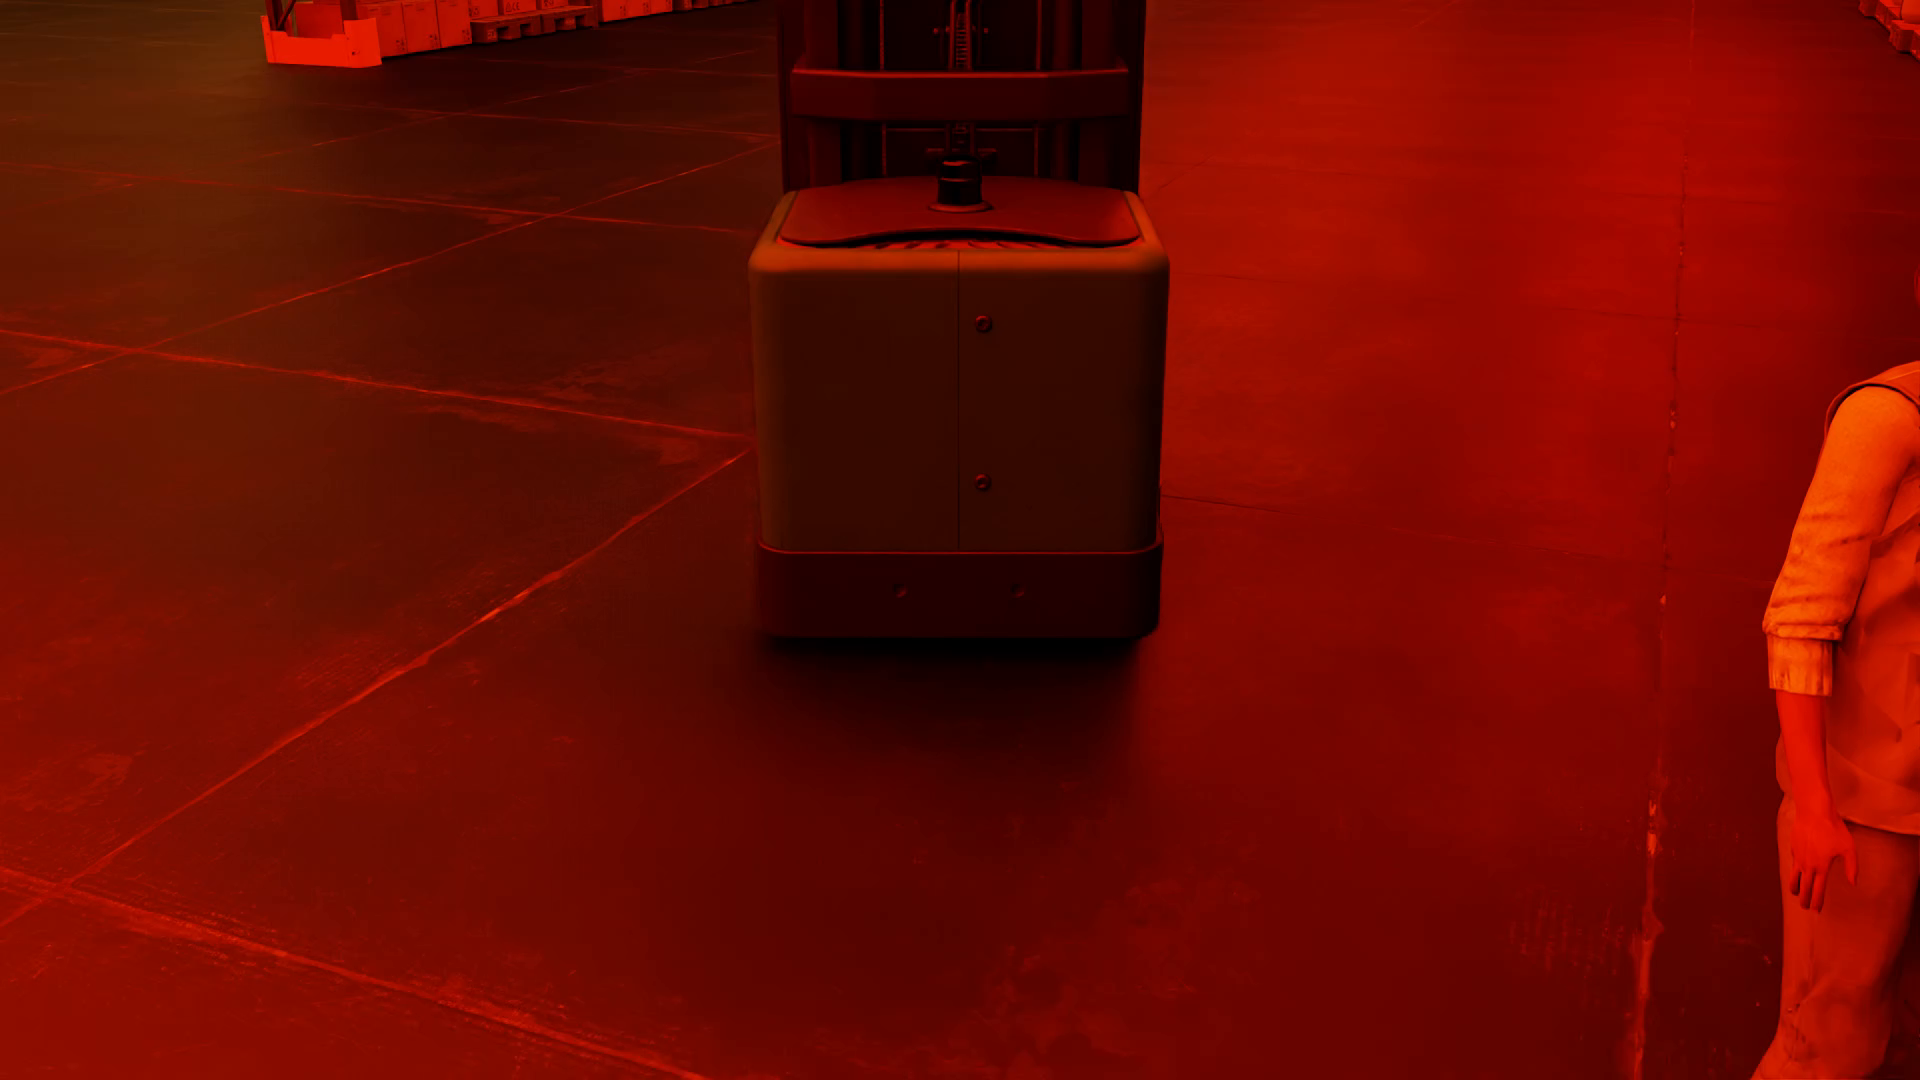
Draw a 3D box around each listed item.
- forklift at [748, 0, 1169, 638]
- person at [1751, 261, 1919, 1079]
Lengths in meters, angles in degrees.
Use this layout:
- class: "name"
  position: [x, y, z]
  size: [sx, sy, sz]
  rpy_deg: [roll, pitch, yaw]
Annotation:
- class: "forklift"
  position: [0.003, -1.616, 5.158]
  size: [1.130, 2.935, 3.031]
  rpy_deg: [0, 23, 0]
- class: "person"
  position: [1.273, 0.367, 2.129]
  size: [0.517, 1.599, 0.471]
  rpy_deg: [-9, 24, -21]
